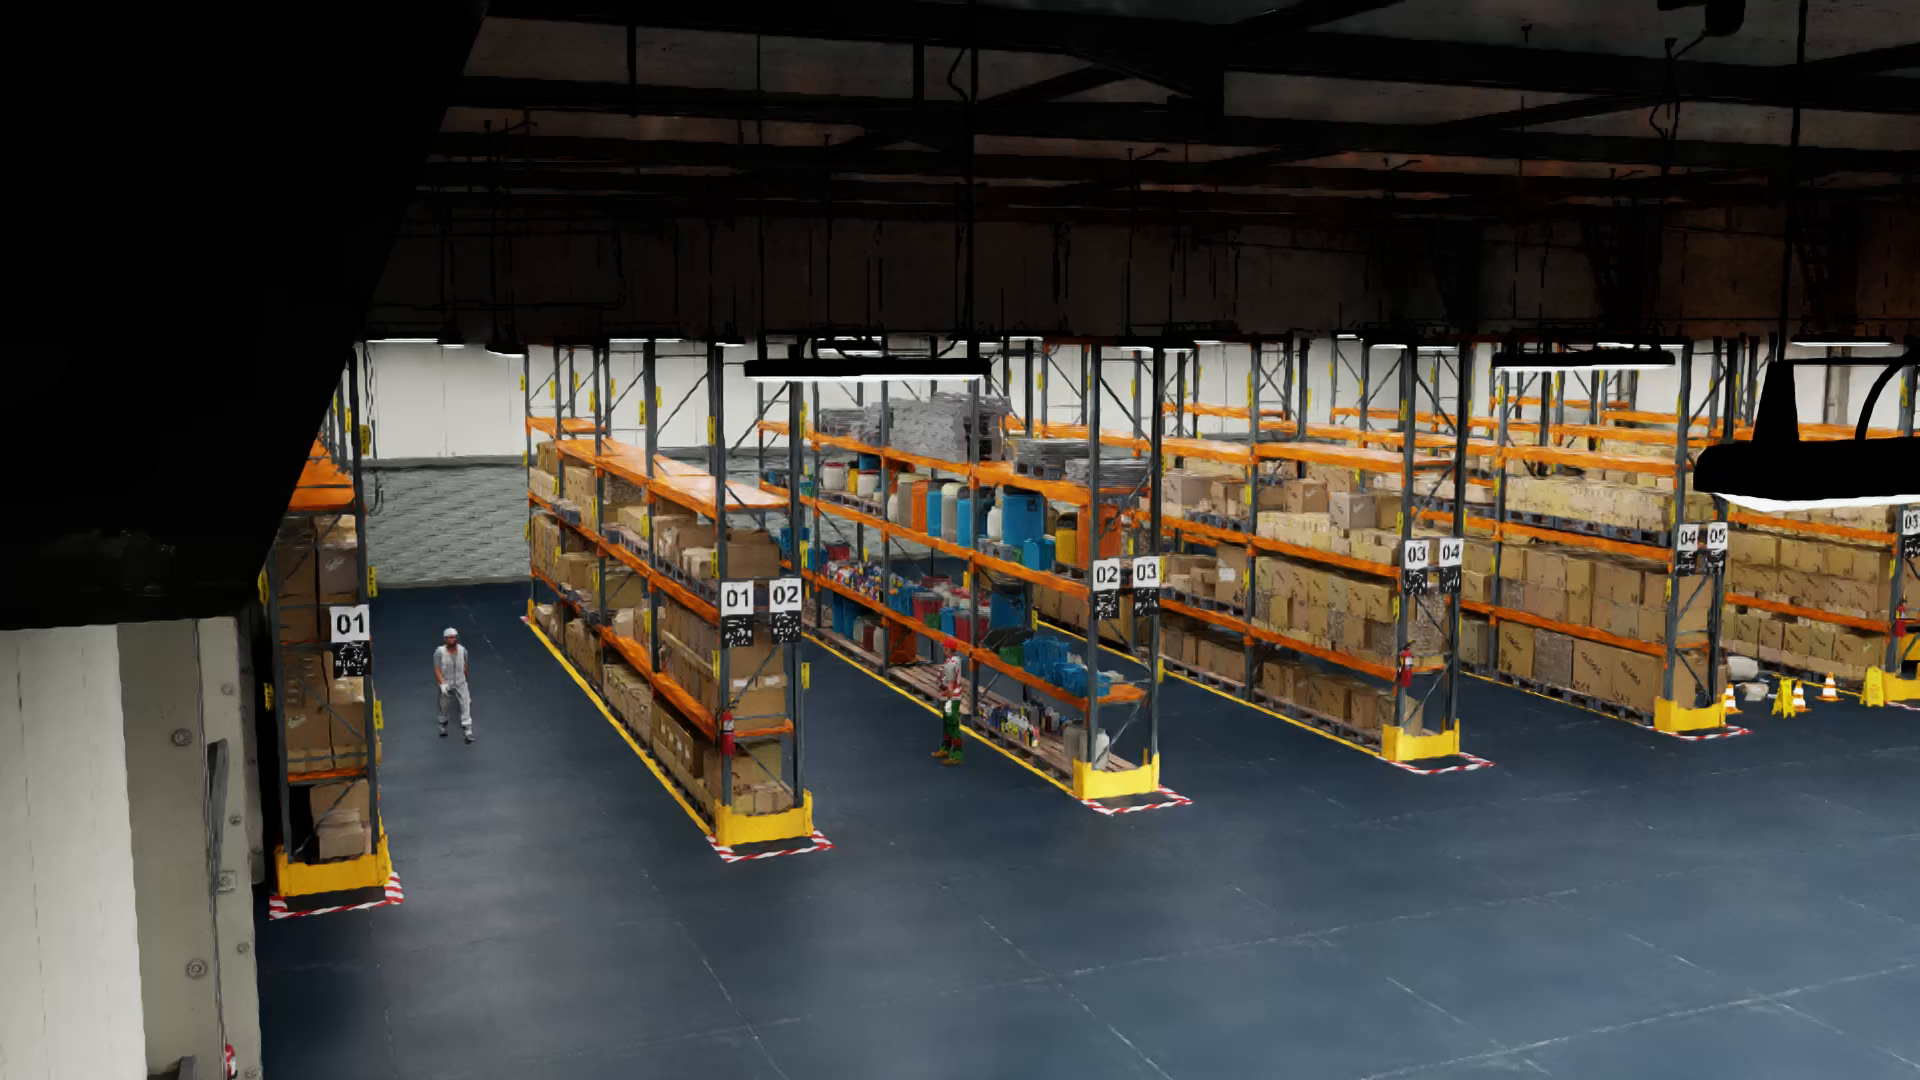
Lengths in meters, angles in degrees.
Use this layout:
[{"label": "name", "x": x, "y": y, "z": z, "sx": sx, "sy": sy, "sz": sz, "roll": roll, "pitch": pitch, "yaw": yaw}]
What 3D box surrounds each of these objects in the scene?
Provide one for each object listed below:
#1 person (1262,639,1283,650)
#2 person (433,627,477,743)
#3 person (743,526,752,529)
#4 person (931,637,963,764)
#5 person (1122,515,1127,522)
[{"label": "person", "x": 5.681, "y": 1.413, "z": 30.390, "sx": 0.634, "sy": 1.779, "sz": 0.500, "roll": 6, "pitch": 10, "yaw": 40}, {"label": "person", "x": -7.605, "y": 2.158, "z": 24.915, "sx": 0.528, "sy": 1.727, "sz": 1.030, "roll": -4, "pitch": 9, "yaw": -30}, {"label": "person", "x": -4.730, "y": 0.495, "z": 37.676, "sx": 0.495, "sy": 1.683, "sz": 0.511, "roll": 6, "pitch": 10, "yaw": 38}, {"label": "person", "x": -0.188, "y": 2.276, "z": 23.780, "sx": 0.489, "sy": 1.787, "sz": 0.608, "roll": 1, "pitch": 8, "yaw": 8}, {"label": "person", "x": 4.158, "y": -0.399, "z": 44.254, "sx": 0.574, "sy": 1.722, "sz": 0.955, "roll": 0, "pitch": 8, "yaw": -1}]
